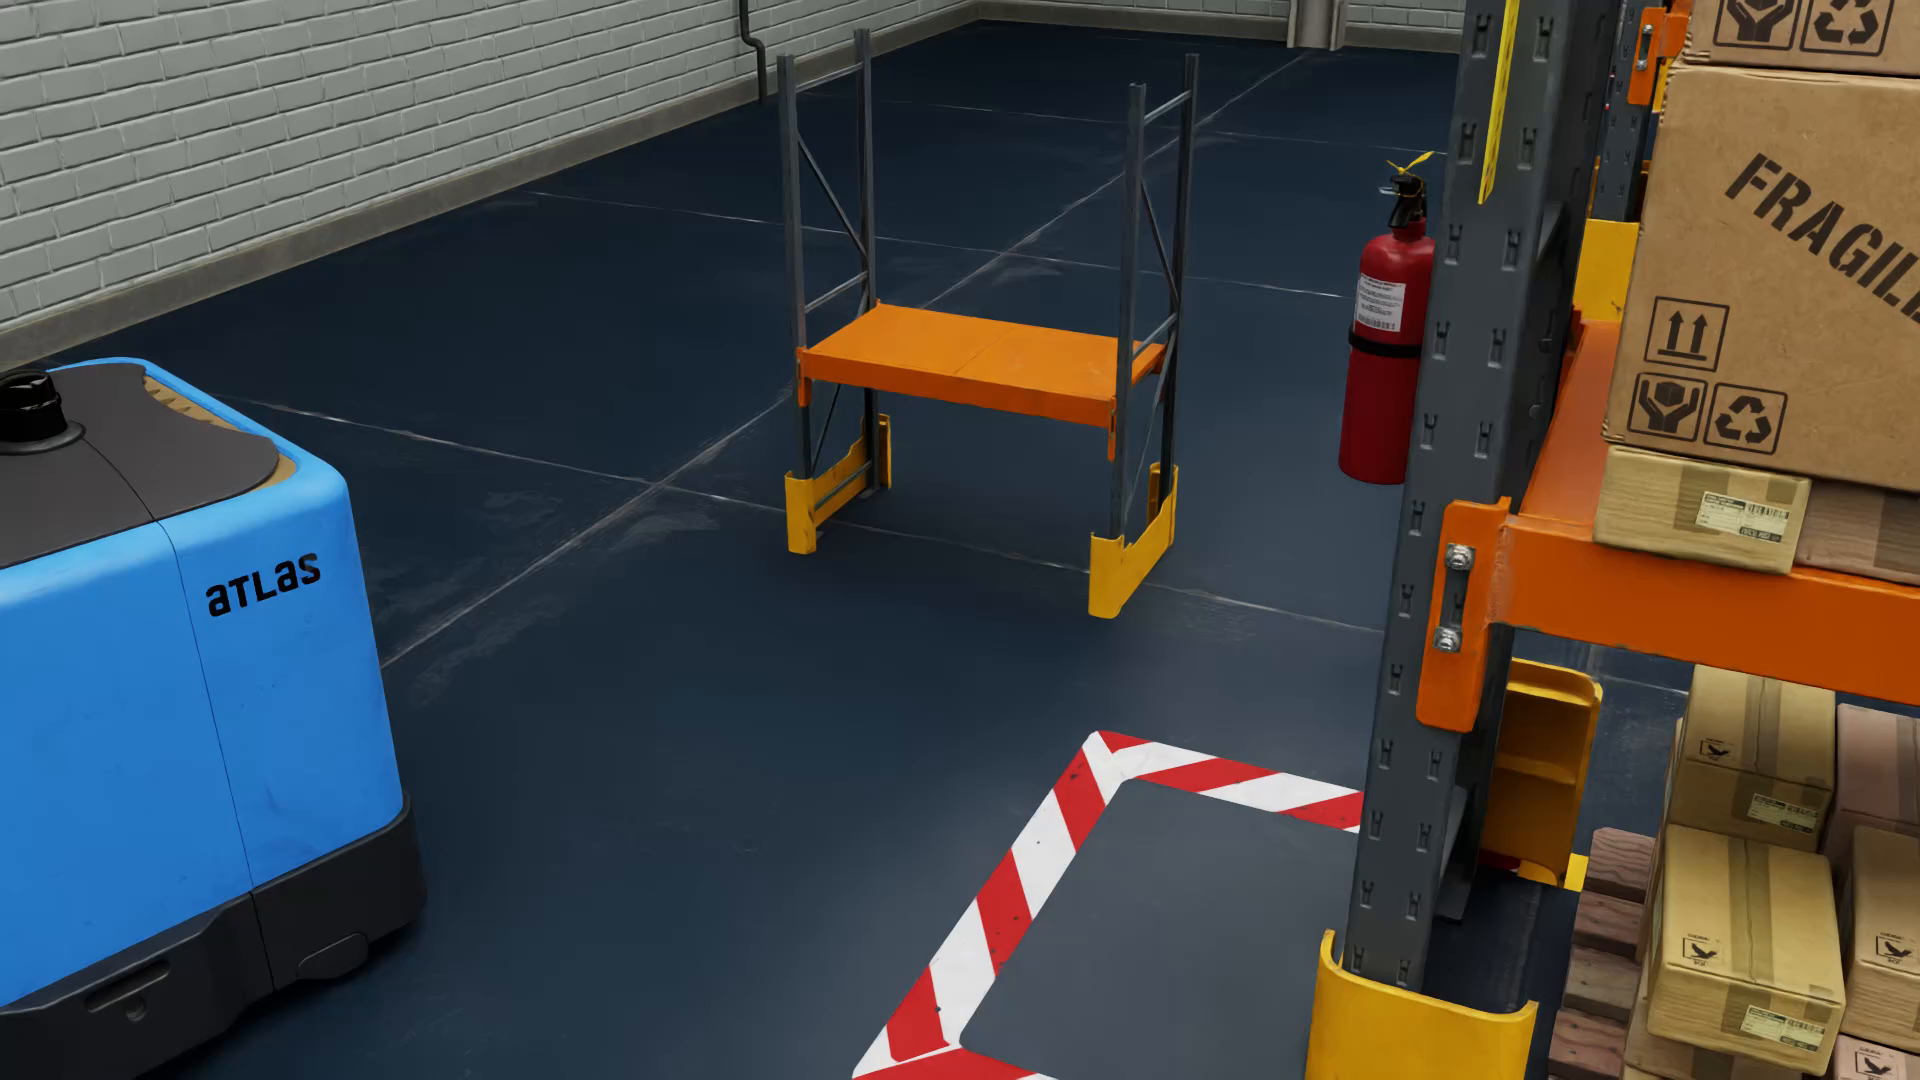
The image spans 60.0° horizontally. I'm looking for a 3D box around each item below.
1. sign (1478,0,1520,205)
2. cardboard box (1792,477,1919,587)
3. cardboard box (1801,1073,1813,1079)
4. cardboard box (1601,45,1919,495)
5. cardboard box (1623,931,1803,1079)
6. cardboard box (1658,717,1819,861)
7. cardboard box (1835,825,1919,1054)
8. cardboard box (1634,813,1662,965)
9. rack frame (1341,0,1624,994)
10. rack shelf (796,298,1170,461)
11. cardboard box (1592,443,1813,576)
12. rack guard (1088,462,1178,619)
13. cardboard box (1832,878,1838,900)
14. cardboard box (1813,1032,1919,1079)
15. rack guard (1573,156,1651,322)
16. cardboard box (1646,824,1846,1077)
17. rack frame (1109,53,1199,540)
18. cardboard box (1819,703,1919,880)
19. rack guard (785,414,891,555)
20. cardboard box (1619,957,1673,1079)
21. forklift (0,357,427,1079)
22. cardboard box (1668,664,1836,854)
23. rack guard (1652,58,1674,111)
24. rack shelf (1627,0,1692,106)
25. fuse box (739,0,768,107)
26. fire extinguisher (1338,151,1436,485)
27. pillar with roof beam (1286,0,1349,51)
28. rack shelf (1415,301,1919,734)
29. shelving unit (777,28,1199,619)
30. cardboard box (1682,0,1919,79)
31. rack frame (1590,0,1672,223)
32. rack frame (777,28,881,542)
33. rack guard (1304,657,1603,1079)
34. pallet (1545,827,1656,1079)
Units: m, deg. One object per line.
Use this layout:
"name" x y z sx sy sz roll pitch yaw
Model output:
"sign" 0.677 -0.588 2.068 0.005 0.325 0.100 11 28 22
"cardboard box" 1.309 -0.084 2.309 0.250 0.149 0.380 12 29 24
"cardboard box" 1.518 0.912 2.753 0.250 0.149 0.380 11 28 22
"cardboard box" 1.196 -0.403 2.222 0.500 0.500 0.500 13 29 24
"cardboard box" 1.272 0.738 2.769 0.250 0.149 0.380 13 29 24
"cardboard box" 1.500 0.521 3.211 0.250 0.149 0.380 11 28 20
"cardboard box" 1.538 0.640 2.632 0.250 0.149 0.380 12 29 23
"cardboard box" 1.467 0.685 3.214 0.250 0.149 0.380 12 29 23
"rack frame" 0.901 -0.418 2.702 0.127 3.000 1.000 11 28 22
"rack shelf" 0.078 -0.496 4.966 1.000 0.185 0.538 11 28 22
"cardboard box" 1.060 -0.114 2.370 0.250 0.149 0.380 11 28 21
"rack guard" 0.523 -0.007 4.982 0.087 0.250 0.587 11 28 22
"cardboard box" 1.715 0.591 3.070 0.250 0.149 0.380 11 28 21
"cardboard box" 1.498 0.811 2.622 0.250 0.149 0.380 11 28 22
"rack guard" 2.836 -1.309 7.344 0.348 0.500 1.175 11 28 22
"cardboard box" 1.238 0.638 2.636 0.250 0.149 0.380 10 28 19
"rack frame" 0.540 -0.564 4.698 0.032 1.500 0.500 11 28 22
"cardboard box" 1.693 0.470 2.978 0.250 0.149 0.380 12 29 23
"rack guard" -0.384 -0.189 5.351 0.087 0.250 0.587 11 28 22
"cardboard box" 1.246 0.897 2.783 0.250 0.149 0.380 12 29 23
"forklift" -2.515 -0.158 2.254 1.130 2.935 3.031 23 34 38
"cardboard box" 1.488 0.401 3.118 0.250 0.149 0.380 12 29 22
"rack guard" 4.979 -3.288 11.362 0.348 0.500 1.175 11 28 22
"rack shelf" 4.679 -1.738 6.199 4.000 0.370 1.077 11 28 22
"fuse box" -1.282 -3.688 10.804 0.414 1.711 0.539 11 28 22
"fire extinguisher" 0.863 -0.447 3.272 0.183 0.674 0.296 11 28 22
"pillar with roof beam" 1.046 -6.239 7.734 0.400 9.000 9.100 11 28 22
"rack shelf" 2.722 0.271 2.119 4.000 0.370 1.077 11 28 22
"shelving unit" 0.069 -0.659 4.890 1.083 1.500 0.587 11 28 22
"cardboard box" 1.200 -0.856 2.010 0.500 0.500 0.500 11 28 21
"rack frame" 2.858 -2.427 6.783 0.127 3.000 1.000 11 28 22
"rack frame" -0.385 -0.750 5.076 0.032 1.500 0.500 11 28 22
"rack guard" 0.970 0.718 3.226 0.348 0.500 1.175 11 28 22
"pallet" 1.695 1.010 2.960 1.213 0.211 1.003 11 28 22
